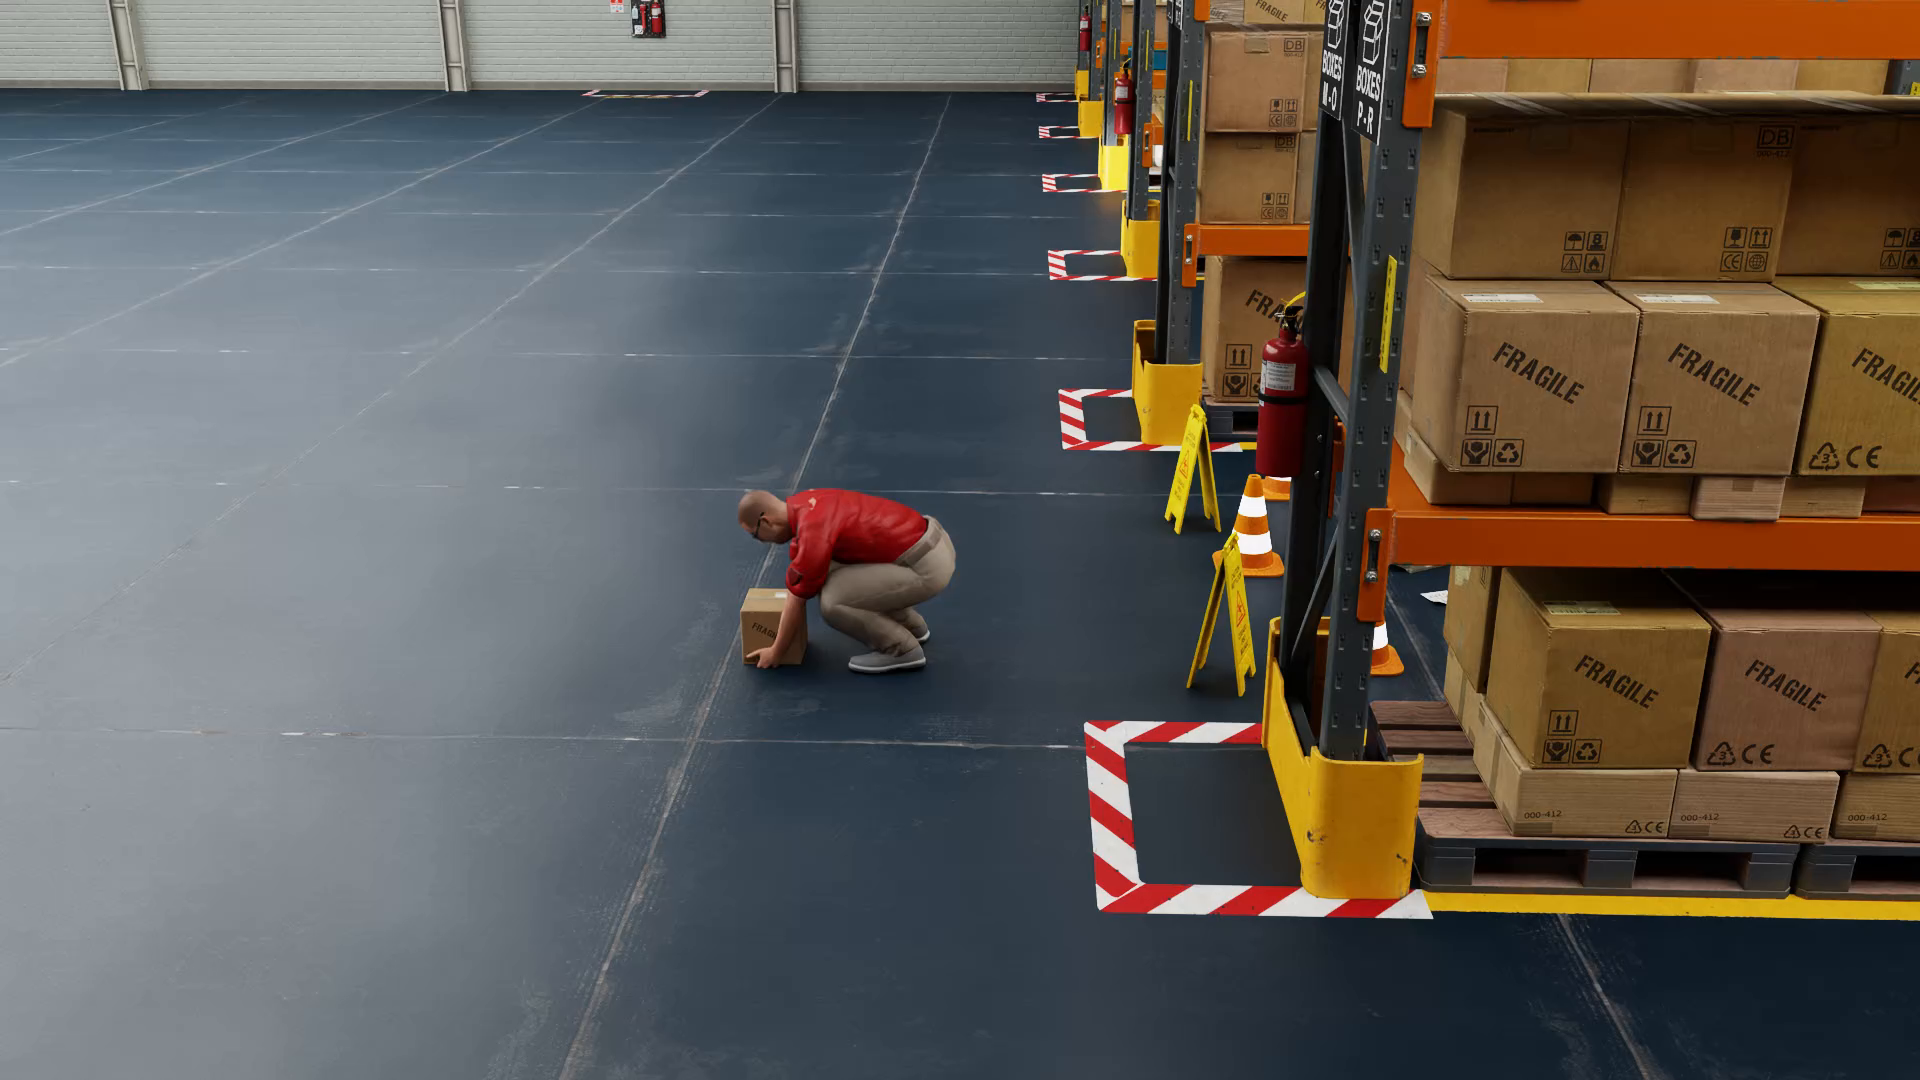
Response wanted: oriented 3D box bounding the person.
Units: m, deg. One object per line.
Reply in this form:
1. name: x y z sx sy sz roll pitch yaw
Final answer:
1. person: -0.475 0.167 7.112 0.912 0.822 0.536 0 21 1
